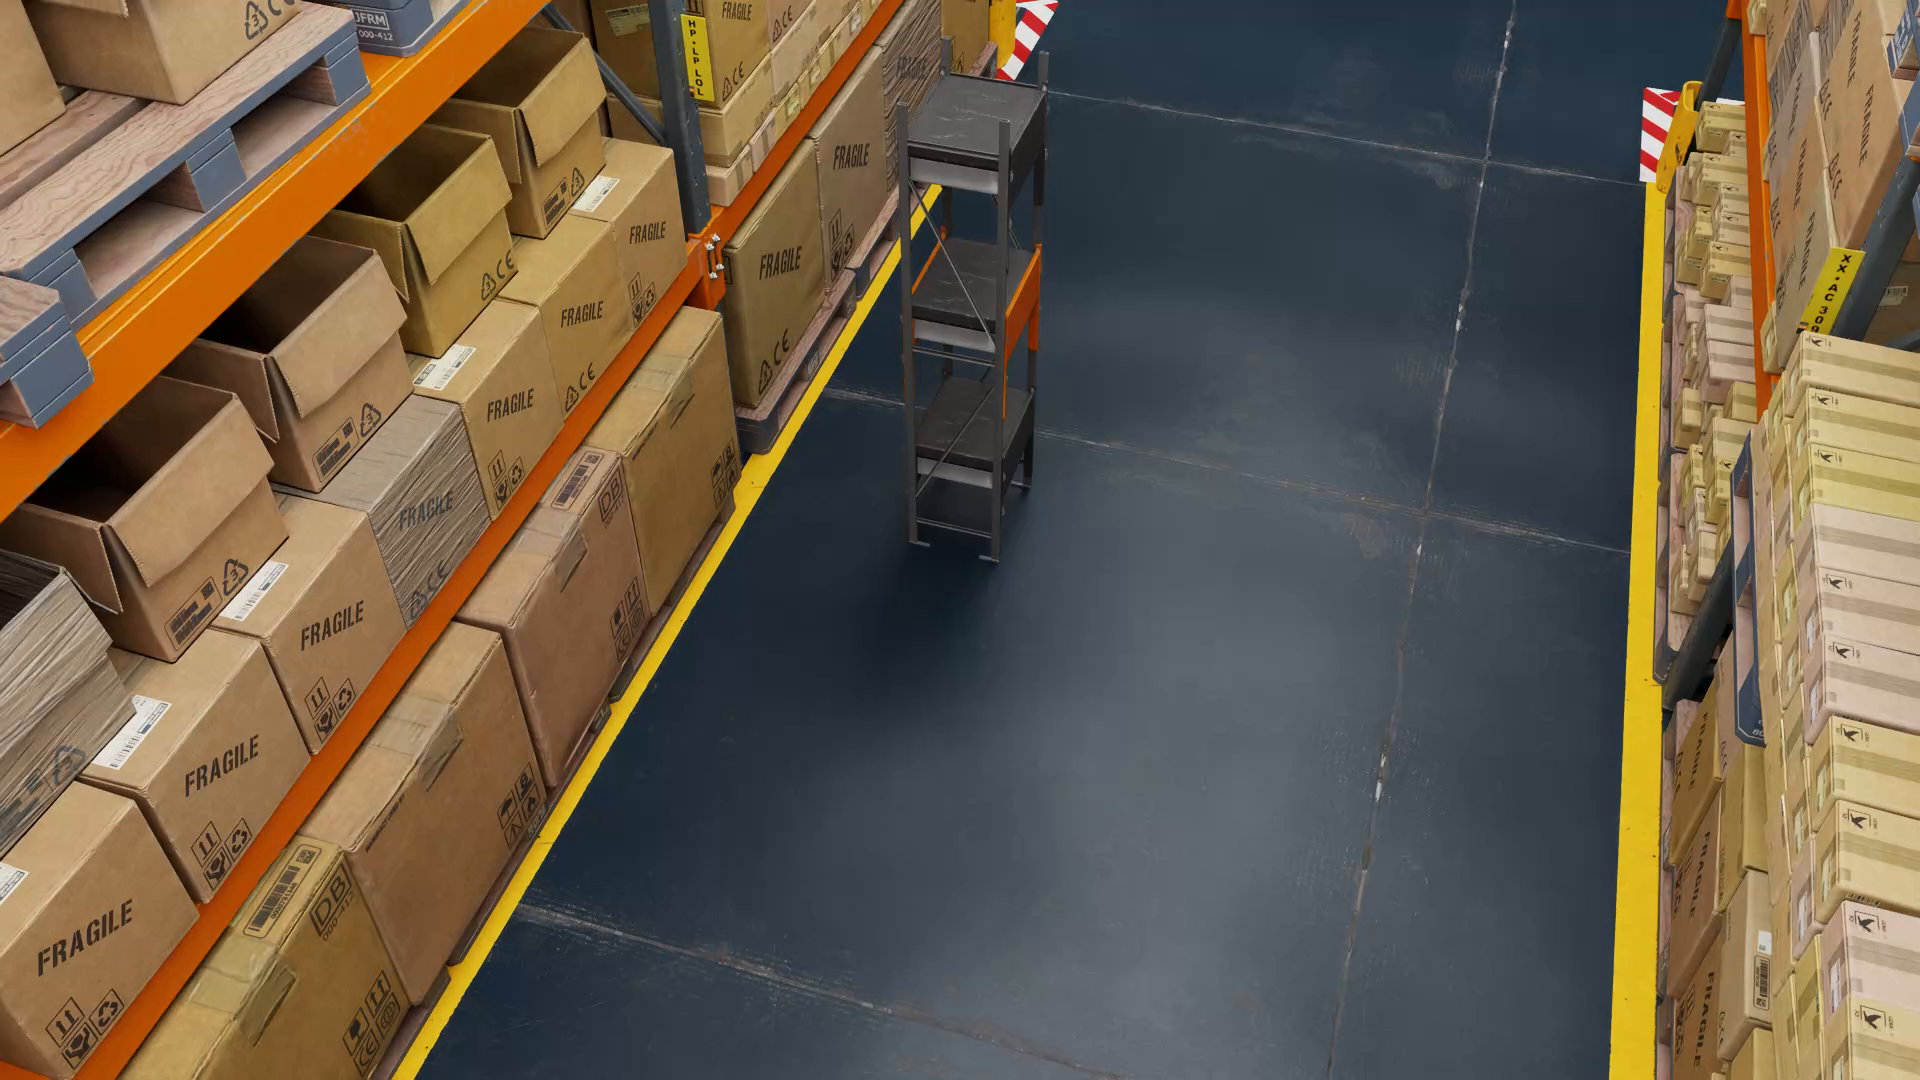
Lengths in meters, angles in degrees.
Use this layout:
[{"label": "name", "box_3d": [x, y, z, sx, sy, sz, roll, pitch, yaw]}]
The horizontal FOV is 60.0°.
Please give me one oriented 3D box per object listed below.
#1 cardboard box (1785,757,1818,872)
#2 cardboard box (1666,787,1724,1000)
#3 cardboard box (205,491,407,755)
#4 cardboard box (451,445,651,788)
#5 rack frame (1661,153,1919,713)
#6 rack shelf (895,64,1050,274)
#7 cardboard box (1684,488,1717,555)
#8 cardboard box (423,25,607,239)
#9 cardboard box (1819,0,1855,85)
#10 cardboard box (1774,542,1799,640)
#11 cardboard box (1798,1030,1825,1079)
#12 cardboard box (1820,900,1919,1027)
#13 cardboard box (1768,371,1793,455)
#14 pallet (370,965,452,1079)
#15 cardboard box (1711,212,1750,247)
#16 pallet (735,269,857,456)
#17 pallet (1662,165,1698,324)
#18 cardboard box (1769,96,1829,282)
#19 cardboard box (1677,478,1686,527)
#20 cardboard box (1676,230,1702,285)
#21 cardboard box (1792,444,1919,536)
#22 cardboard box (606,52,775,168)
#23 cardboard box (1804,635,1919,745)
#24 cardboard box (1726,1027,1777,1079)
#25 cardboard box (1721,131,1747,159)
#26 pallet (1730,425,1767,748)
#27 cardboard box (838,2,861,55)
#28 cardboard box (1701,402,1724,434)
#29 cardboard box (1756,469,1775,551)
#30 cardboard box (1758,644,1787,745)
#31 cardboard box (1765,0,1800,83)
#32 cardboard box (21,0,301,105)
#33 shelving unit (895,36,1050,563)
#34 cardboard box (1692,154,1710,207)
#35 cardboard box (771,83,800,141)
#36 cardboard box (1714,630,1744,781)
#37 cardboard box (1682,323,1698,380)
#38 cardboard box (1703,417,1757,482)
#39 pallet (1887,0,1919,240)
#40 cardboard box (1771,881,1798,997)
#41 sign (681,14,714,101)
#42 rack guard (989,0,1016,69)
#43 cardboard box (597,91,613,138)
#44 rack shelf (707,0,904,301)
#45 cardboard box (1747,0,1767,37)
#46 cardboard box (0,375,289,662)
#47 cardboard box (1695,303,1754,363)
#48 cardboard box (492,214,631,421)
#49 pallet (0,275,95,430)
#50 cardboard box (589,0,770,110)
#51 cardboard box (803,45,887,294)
[{"label": "cardboard box", "box_3d": [2.196, 0.696, 3.960, 0.380, 0.149, 0.250, 12, 46, 12]}, {"label": "cardboard box", "box_3d": [2.590, 1.187, 5.278, 0.500, 0.500, 0.500, 14, 46, 14]}, {"label": "cardboard box", "box_3d": [-1.970, 0.214, 4.714, 0.500, 0.500, 0.500, 12, 46, 12]}, {"label": "cardboard box", "box_3d": [-1.916, 0.172, 6.047, 1.225, 0.875, 0.875, 11, 45, 11]}, {"label": "rack frame", "box_3d": [3.225, -0.346, 5.358, 1.000, 3.000, 0.127, 13, 46, 13]}, {"label": "rack shelf", "box_3d": [0.050, -1.351, 6.047, 0.431, 0.518, 0.480, 13, 46, 12]}, {"label": "cardboard box", "box_3d": [3.088, -0.044, 6.574, 0.380, 0.149, 0.250, 11, 45, 11]}, {"label": "cardboard box", "box_3d": [-1.657, -1.431, 5.677, 0.797, 0.503, 0.637, 11, 46, 11]}, {"label": "cardboard box", "box_3d": [3.430, -1.900, 5.947, 0.500, 0.500, 0.500, 14, 46, 14]}, {"label": "cardboard box", "box_3d": [2.435, 0.171, 4.496, 0.380, 0.149, 0.250, 11, 45, 11]}, {"label": "cardboard box", "box_3d": [1.962, 1.207, 3.437, 0.380, 0.149, 0.250, 13, 46, 13]}, {"label": "cardboard box", "box_3d": [2.039, 0.944, 3.494, 0.380, 0.149, 0.250, 13, 46, 13]}, {"label": "cardboard box", "box_3d": [2.667, -0.347, 5.026, 0.380, 0.149, 0.250, 13, 46, 13]}, {"label": "pallet", "box_3d": [-2.372, 1.690, 5.271, 1.003, 0.211, 1.213, 13, 46, 13]}, {"label": "cardboard box", "box_3d": [3.698, -1.363, 7.710, 0.380, 0.149, 0.250, 14, 46, 14]}, {"label": "pallet", "box_3d": [-1.166, -0.957, 7.976, 1.003, 0.211, 1.213, 13, 46, 13]}, {"label": "pallet", "box_3d": [4.134, -1.431, 8.460, 1.003, 0.211, 1.213, 13, 46, 13]}, {"label": "cardboard box", "box_3d": [3.261, -1.216, 5.963, 0.500, 0.500, 0.500, 11, 46, 11]}, {"label": "cardboard box", "box_3d": [3.196, -0.156, 6.902, 0.380, 0.149, 0.250, 11, 45, 11]}, {"label": "cardboard box", "box_3d": [3.721, -1.356, 8.128, 0.380, 0.149, 0.250, 13, 46, 13]}, {"label": "cardboard box", "box_3d": [2.509, -0.096, 4.557, 0.380, 0.149, 0.250, 13, 46, 13]}, {"label": "cardboard box", "box_3d": [-1.079, -1.774, 6.712, 0.500, 0.250, 0.500, 12, 46, 12]}, {"label": "cardboard box", "box_3d": [2.277, 0.408, 4.041, 0.380, 0.149, 0.250, 14, 46, 14]}, {"label": "cardboard box", "box_3d": [2.283, 1.610, 4.310, 0.500, 0.250, 0.500, 14, 46, 13]}, {"label": "cardboard box", "box_3d": [3.985, -1.869, 8.227, 0.380, 0.149, 0.250, 13, 46, 13]}, {"label": "pallet", "box_3d": [2.855, 0.201, 4.936, 1.003, 0.211, 1.213, 13, 46, 13]}, {"label": "cardboard box", "box_3d": [-0.673, -2.365, 7.601, 0.380, 0.149, 0.250, 13, 46, 13]}, {"label": "cardboard box", "box_3d": [3.380, -0.546, 7.088, 0.380, 0.149, 0.250, 14, 46, 13]}, {"label": "cardboard box", "box_3d": [2.589, -0.055, 4.940, 0.380, 0.149, 0.250, 13, 46, 13]}, {"label": "cardboard box", "box_3d": [2.356, 0.448, 4.426, 0.380, 0.149, 0.250, 11, 45, 11]}, {"label": "cardboard box", "box_3d": [3.739, -2.227, 6.996, 0.500, 0.500, 0.500, 13, 46, 13]}, {"label": "cardboard box", "box_3d": [-2.084, -1.423, 3.940, 0.797, 0.503, 0.637, 12, 46, 12]}, {"label": "shelving unit", "box_3d": [0.050, -0.861, 6.527, 0.431, 2.100, 0.503, 13, 46, 12]}, {"label": "cardboard box", "box_3d": [3.896, -1.784, 8.353, 0.380, 0.149, 0.250, 12, 46, 12]}, {"label": "cardboard box", "box_3d": [-0.906, -1.852, 7.076, 0.380, 0.149, 0.250, 14, 46, 14]}, {"label": "cardboard box", "box_3d": [2.750, 0.566, 5.377, 0.500, 0.250, 0.500, 11, 45, 11]}, {"label": "cardboard box", "box_3d": [3.517, -0.828, 7.588, 0.380, 0.149, 0.250, 13, 46, 13]}, {"label": "cardboard box", "box_3d": [3.193, -0.328, 6.652, 0.380, 0.149, 0.250, 12, 46, 12]}, {"label": "pallet", "box_3d": [2.937, -0.962, 3.977, 1.213, 0.211, 1.003, 13, 46, 13]}, {"label": "cardboard box", "box_3d": [2.119, 0.980, 3.882, 0.380, 0.149, 0.250, 14, 46, 14]}, {"label": "sign", "box_3d": [-0.951, -1.741, 6.012, 0.100, 0.325, 0.005, 13, 46, 13]}, {"label": "rack guard", "box_3d": [-0.253, -3.253, 10.115, 1.175, 0.500, 0.348, 13, 46, 13]}, {"label": "cardboard box", "box_3d": [-1.588, -1.866, 6.806, 0.500, 0.250, 0.500, 12, 46, 12]}, {"label": "rack shelf", "box_3d": [-0.866, -2.540, 8.114, 1.077, 0.370, 4.000, 13, 46, 13]}, {"label": "cardboard box", "box_3d": [3.856, -2.429, 7.667, 0.380, 0.149, 0.250, 11, 46, 11]}, {"label": "cardboard box", "box_3d": [-2.246, -0.110, 4.328, 0.797, 0.503, 0.637, 14, 46, 13]}, {"label": "cardboard box", "box_3d": [3.410, -0.867, 7.203, 0.380, 0.149, 0.250, 11, 45, 11]}, {"label": "cardboard box", "box_3d": [-1.509, -0.802, 5.752, 0.500, 0.500, 0.500, 14, 46, 14]}, {"label": "pallet", "box_3d": [-2.538, -0.243, 3.243, 1.213, 0.211, 1.003, 15, 46, 14]}, {"label": "cardboard box", "box_3d": [-1.083, -2.050, 6.457, 0.500, 0.500, 0.500, 13, 46, 13]}, {"label": "cardboard box", "box_3d": [-0.923, -1.877, 8.142, 0.875, 0.875, 0.875, 13, 46, 13]}]
